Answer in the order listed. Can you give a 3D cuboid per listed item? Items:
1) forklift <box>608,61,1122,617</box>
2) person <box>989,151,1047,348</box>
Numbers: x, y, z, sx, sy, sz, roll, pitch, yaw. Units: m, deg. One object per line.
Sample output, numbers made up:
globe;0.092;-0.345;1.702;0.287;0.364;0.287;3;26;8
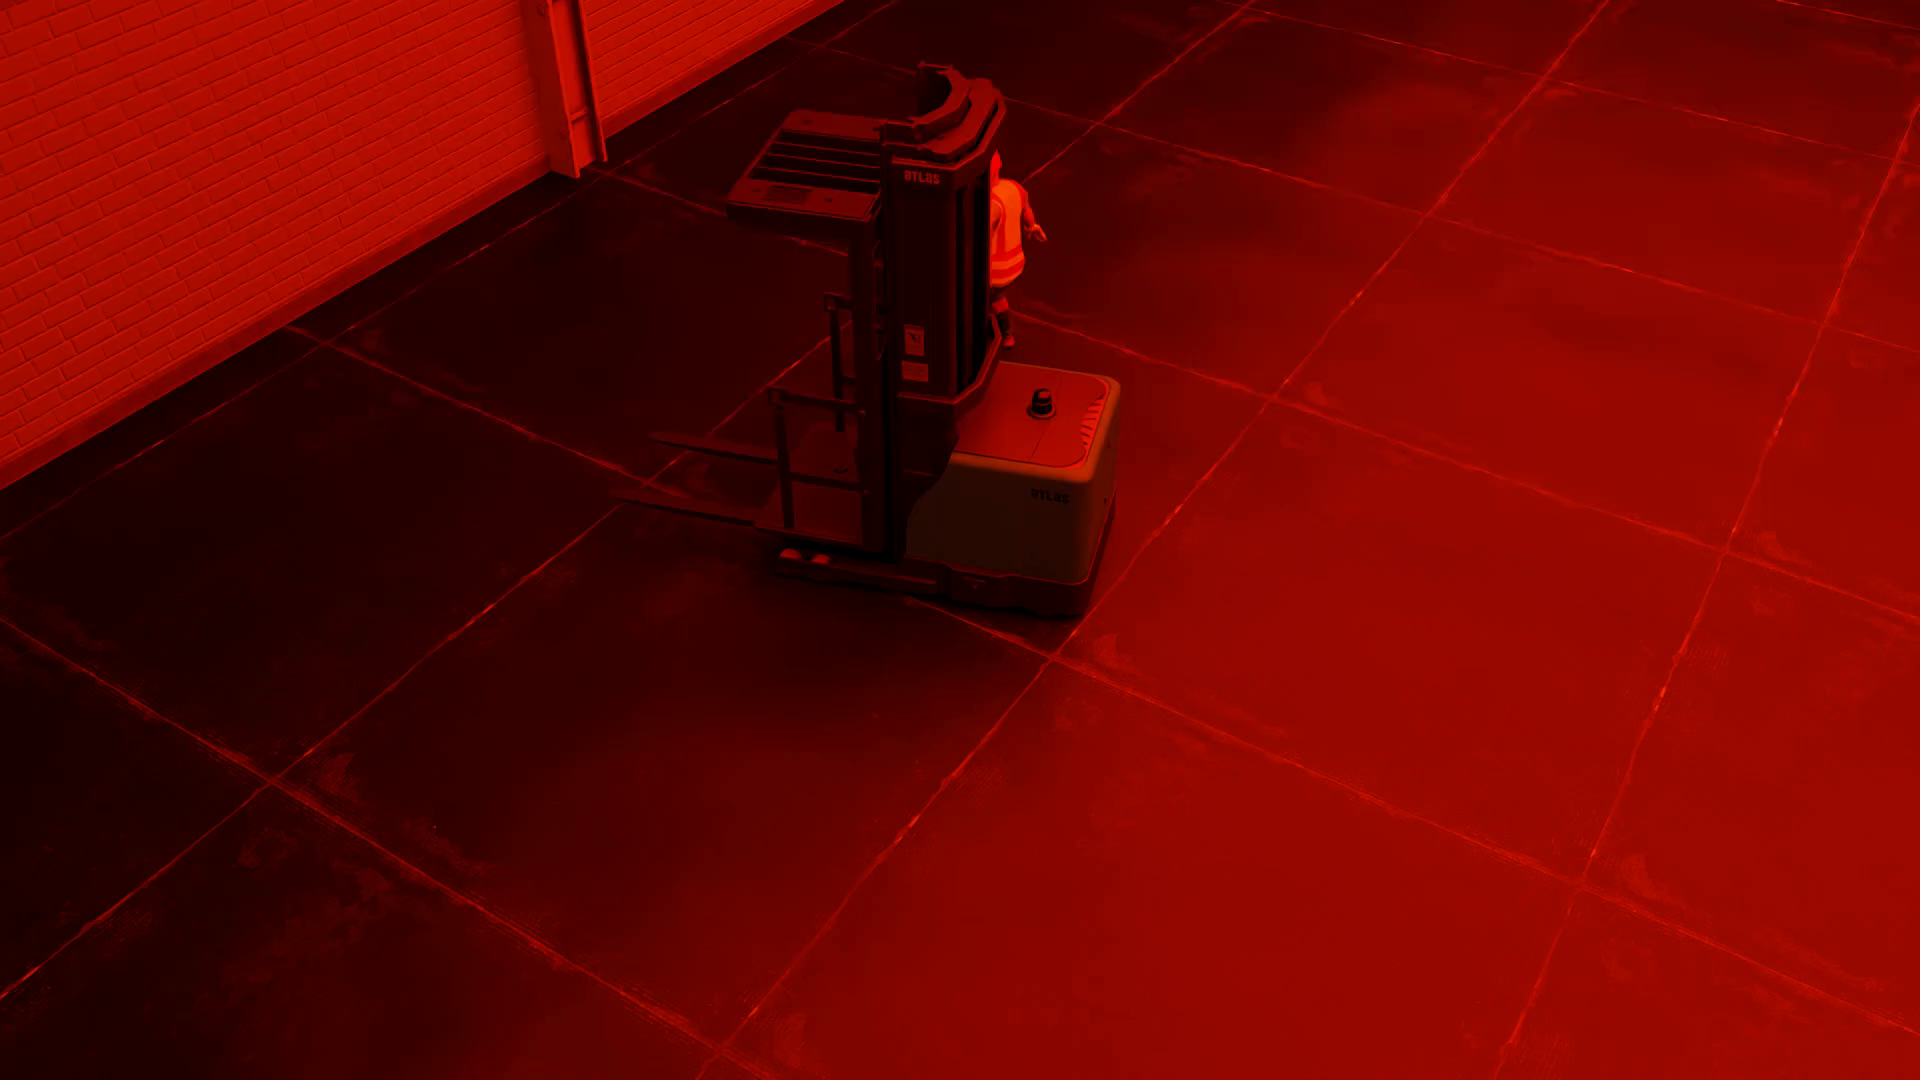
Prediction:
forklift;-0.619;-1.188;9.369;3.031;2.935;1.130;10;41;11
person;0.214;-1.892;11.246;0.505;1.654;1.158;25;46;27
